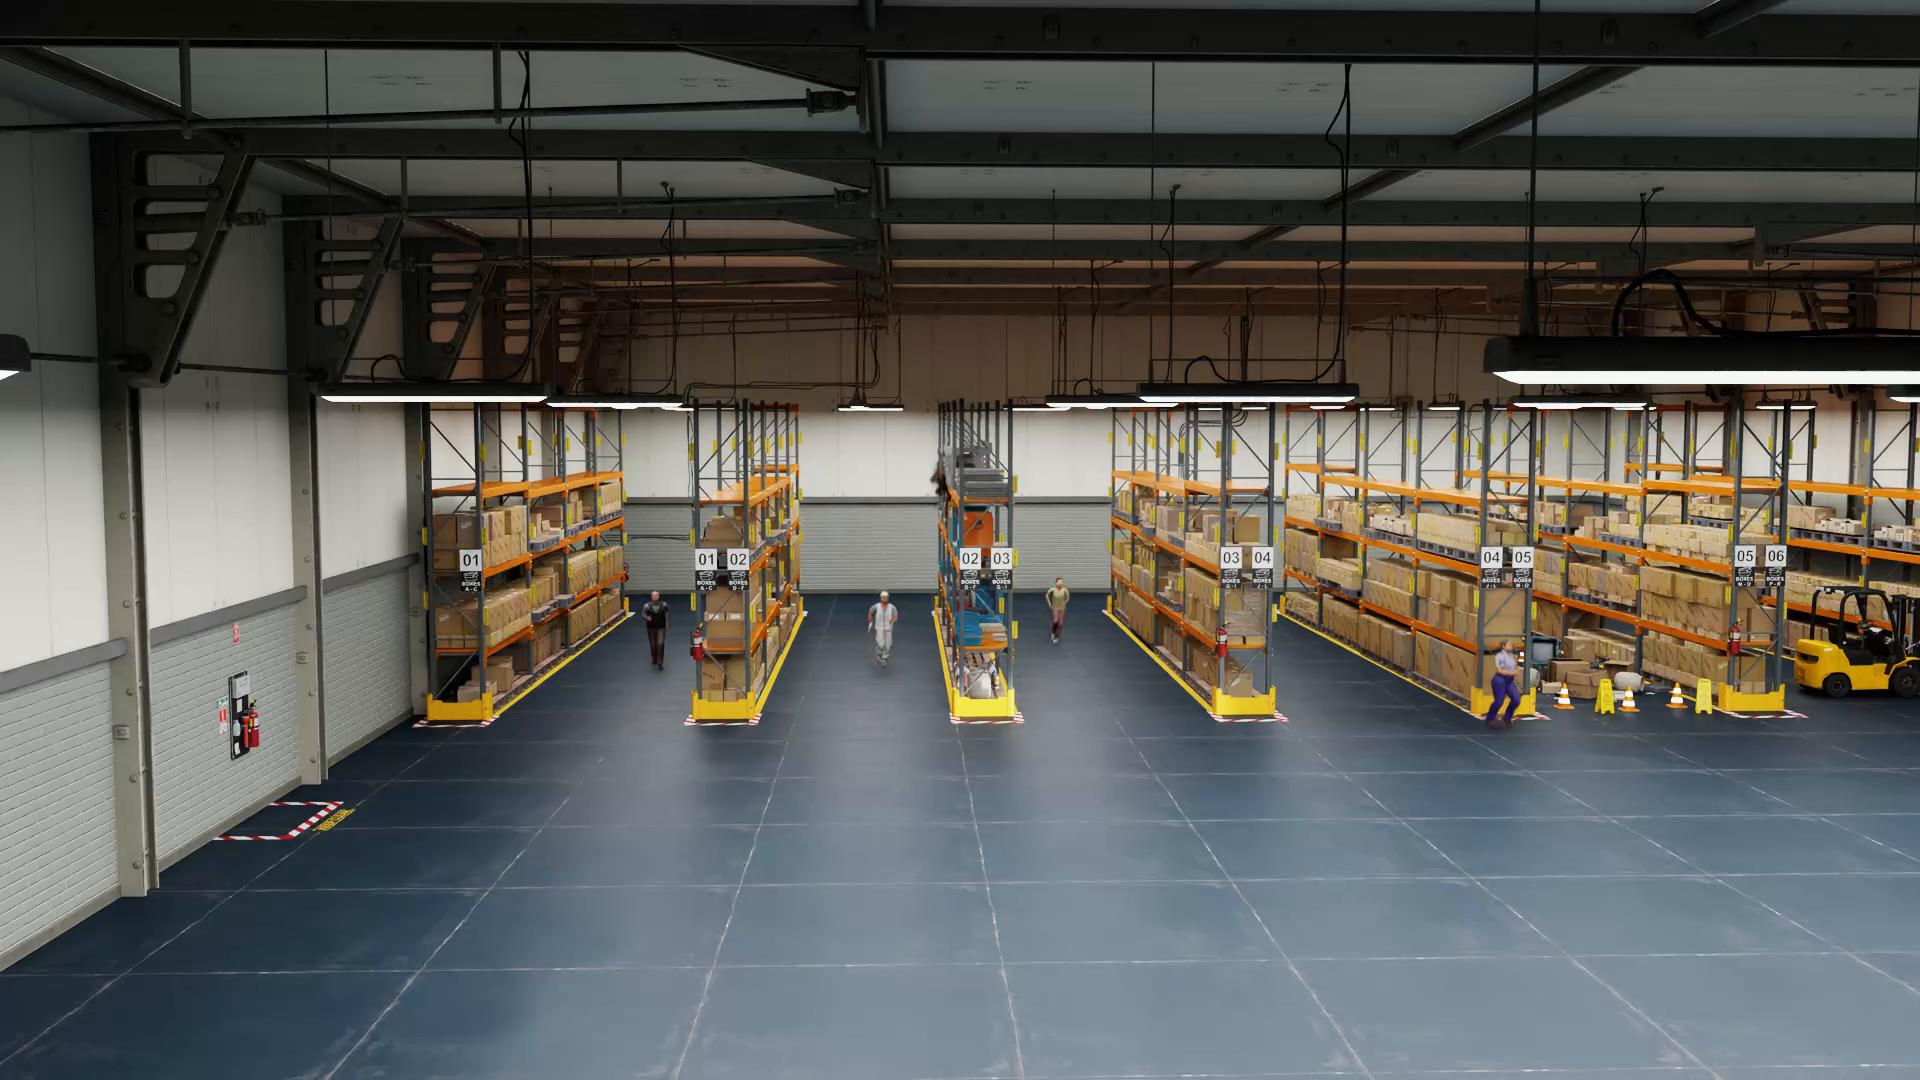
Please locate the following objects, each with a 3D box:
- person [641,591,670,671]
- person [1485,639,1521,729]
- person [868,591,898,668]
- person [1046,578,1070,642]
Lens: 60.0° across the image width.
[{"bbox_3d":[-6.842,2.017,37.388,0.610,1.754,0.889,0,4,-5],"label":"person"},{"bbox_3d":[9.900,2.640,30.174,0.617,1.711,0.686,-4,6,-40],"label":"person"},{"bbox_3d":[-1.703,2.014,37.089,0.654,1.739,0.739,-1,4,-11],"label":"person"},{"bbox_3d":[2.464,1.750,41.530,0.581,1.628,0.582,-1,4,-7],"label":"person"}]
